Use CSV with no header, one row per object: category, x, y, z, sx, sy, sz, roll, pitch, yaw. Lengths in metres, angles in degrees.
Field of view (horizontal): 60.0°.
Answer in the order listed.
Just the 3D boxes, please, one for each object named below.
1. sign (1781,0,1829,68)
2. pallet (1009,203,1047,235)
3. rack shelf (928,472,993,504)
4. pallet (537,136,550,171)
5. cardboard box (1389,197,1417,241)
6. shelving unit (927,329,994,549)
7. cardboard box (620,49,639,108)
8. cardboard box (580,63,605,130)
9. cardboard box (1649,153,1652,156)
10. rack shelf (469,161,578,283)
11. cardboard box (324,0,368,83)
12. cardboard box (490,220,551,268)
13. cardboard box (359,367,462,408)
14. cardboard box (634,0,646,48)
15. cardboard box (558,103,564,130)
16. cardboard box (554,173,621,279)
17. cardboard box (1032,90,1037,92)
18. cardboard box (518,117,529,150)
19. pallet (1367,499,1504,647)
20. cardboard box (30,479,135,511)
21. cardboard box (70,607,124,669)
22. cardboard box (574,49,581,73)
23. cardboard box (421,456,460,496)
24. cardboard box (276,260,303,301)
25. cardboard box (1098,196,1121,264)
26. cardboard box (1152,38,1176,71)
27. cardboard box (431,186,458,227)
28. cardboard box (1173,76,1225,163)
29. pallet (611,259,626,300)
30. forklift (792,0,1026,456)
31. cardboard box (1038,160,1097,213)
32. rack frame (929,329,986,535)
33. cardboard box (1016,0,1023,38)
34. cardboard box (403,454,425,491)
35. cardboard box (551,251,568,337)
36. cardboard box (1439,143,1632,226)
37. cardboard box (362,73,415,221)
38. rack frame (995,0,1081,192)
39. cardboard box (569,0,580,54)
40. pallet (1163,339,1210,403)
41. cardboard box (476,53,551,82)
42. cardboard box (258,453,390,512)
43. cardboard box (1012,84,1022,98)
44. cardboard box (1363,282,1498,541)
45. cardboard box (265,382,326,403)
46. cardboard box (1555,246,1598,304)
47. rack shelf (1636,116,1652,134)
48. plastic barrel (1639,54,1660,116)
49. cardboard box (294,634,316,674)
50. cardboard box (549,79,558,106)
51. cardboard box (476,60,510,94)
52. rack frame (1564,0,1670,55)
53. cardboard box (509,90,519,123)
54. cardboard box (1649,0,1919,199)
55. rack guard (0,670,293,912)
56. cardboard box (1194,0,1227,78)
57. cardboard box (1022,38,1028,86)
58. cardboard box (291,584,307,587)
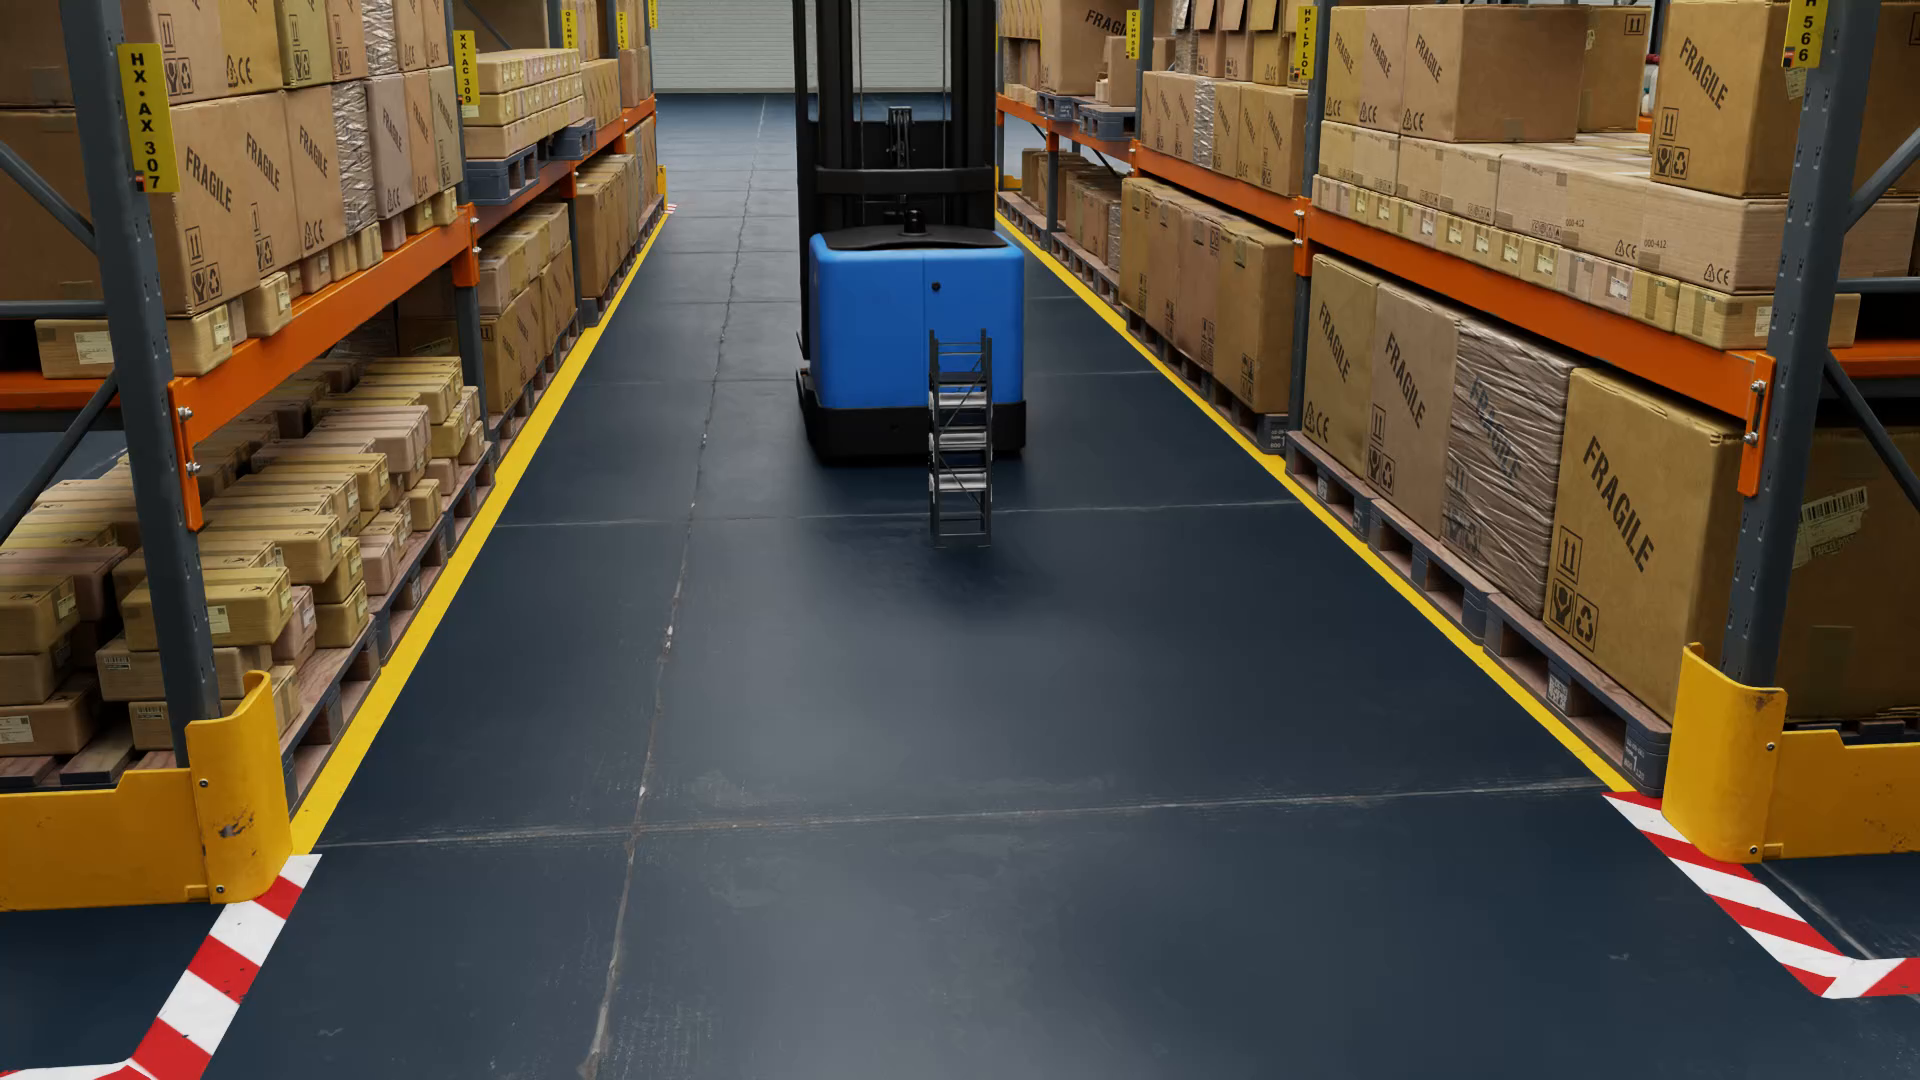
sign,2.032,-1.295,3.967,0.100,0.325,0.005,-2,18,-6
pallet,1.102,-3.451,17.816,1.003,0.211,1.213,-2,18,-6
rack shelf,0.001,-0.223,7.098,0.258,0.077,0.200,-2,18,-6
pallet,-2.951,-2.223,9.570,1.003,0.211,1.213,-2,18,-6
cardboard box,1.970,-1.305,6.744,0.380,0.149,0.250,-2,18,-6
shelving unit,0.001,-0.427,7.035,0.258,0.900,0.210,-2,18,-6
cardboard box,-3.677,-4.603,16.582,0.875,0.550,0.550,-2,18,-6
cardboard box,-3.130,-3.543,13.287,0.500,0.500,0.500,-2,18,-6
cardboard box,2.683,-1.169,5.646,0.500,0.250,0.500,-2,18,-7
rack shelf,-2.990,-1.964,9.625,1.077,0.370,4.000,-2,18,-6
cardboard box,-2.299,-1.785,5.524,0.500,0.500,0.500,-2,18,-7
cardboard box,-2.765,-1.771,10.029,0.500,0.250,0.500,-1,17,-4
cardboard box,-2.422,-0.662,7.344,0.380,0.149,0.250,-2,17,-5
cardboard box,-3.873,-5.600,17.954,0.875,0.550,0.550,-2,18,-6
cardboard box,-2.586,-2.545,9.995,0.380,0.149,0.250,-3,18,-8
cardboard box,-3.263,-2.474,13.106,1.050,0.750,0.750,-2,17,-5
cardboard box,0.941,-4.527,17.008,0.380,0.149,0.250,-2,18,-6
cardboard box,-2.423,-2.080,8.513,0.380,0.149,0.250,-2,18,-5
pallet,2.290,0.090,6.540,1.003,0.211,1.213,-2,18,-6
cardboard box,-2.847,-0.101,5.555,0.380,0.149,0.250,-1,17,-4
cardboard box,-2.683,0.271,4.869,0.380,0.149,0.250,-2,18,-7
cardboard box,-2.690,-3.135,10.881,0.380,0.149,0.250,-2,18,-8
cardboard box,-2.369,-0.288,7.146,0.380,0.149,0.250,-2,18,-7
cardboard box,-2.287,-0.817,5.191,0.380,0.149,0.250,-2,18,-6
cardboard box,1.523,-2.576,13.813,0.700,0.500,0.500,0,17,-1
cardboard box,1.652,-3.434,12.238,0.500,0.500,0.500,-4,18,-12
cardboard box,-2.387,-1.440,7.175,0.380,0.149,0.250,-2,18,-7
cardboard box,1.639,-2.614,10.330,0.500,0.500,0.500,-2,18,-7
pallet,-3.325,-2.172,13.744,1.003,0.211,1.213,-2,18,-6
forklift,-0.384,-2.213,9.333,1.130,2.935,3.031,-2,18,-8
cardboard box,1.125,-3.699,17.423,0.500,0.500,0.500,-3,18,-11
rack frame,-0.010,-0.457,7.131,0.240,0.900,0.006,-2,18,-6
cardboard box,0.863,-5.457,17.218,0.500,0.500,0.500,-2,18,-6
cardboard box,-2.376,-0.297,6.676,0.380,0.149,0.250,-1,17,-4
cardboard box,-2.819,-1.568,10.635,0.500,0.500,0.500,-1,17,-3
cardboard box,2.096,-1.307,6.086,0.500,0.250,0.500,-2,18,-6
cardboard box,-2.350,-1.462,6.164,0.500,0.500,0.500,-2,18,-6
rack frame,0.922,-5.409,19.400,1.000,3.000,0.127,-2,18,-6
cardboard box,-3.394,-4.017,13.129,0.700,0.500,0.500,-2,18,-6
pallet,1.877,-1.096,10.315,1.003,0.211,1.213,-2,18,-6
cardboard box,-2.533,-2.672,9.407,0.380,0.149,0.250,-1,17,-4
cardboard box,-2.243,-0.201,5.876,0.380,0.149,0.250,-2,17,-5
cardboard box,0.779,-4.973,18.430,0.380,0.149,0.250,-2,18,-6
cardboard box,2.241,-0.554,6.779,0.875,0.875,0.875,-2,18,-6
cardboard box,-2.910,-0.568,7.045,0.380,0.149,0.250,-2,18,-6
cardboard box,2.130,-0.845,5.282,0.380,0.149,0.250,-1,17,-5
rack shelf,6.468,-3.432,14.301,1.077,0.370,4.000,-2,18,-6
plastic barrel,6.142,-4.144,15.141,0.433,0.535,0.433,0,17,0
cardboard box,-2.248,0.325,5.192,0.380,0.149,0.250,-2,17,-5
cardboard box,-2.557,-2.608,9.698,0.380,0.149,0.250,-1,17,-4
cardboard box,-2.367,-2.207,7.924,0.380,0.149,0.250,-1,17,-3
rack frame,6.262,-4.371,16.091,1.000,3.000,0.127,-2,18,-6
cardboard box,-2.396,-2.142,8.215,0.380,0.149,0.250,-2,18,-7
cardboard box,2.261,-1.208,4.518,0.500,0.500,0.500,-2,17,-5
rack guard,-2.379,0.651,4.270,1.175,0.500,0.348,-2,18,-6
cardboard box,1.871,-3.140,10.328,0.797,0.503,0.637,-1,17,-4
cardboard box,1.131,-5.139,17.874,0.875,0.500,0.500,-2,18,-6
cardboard box,-2.255,0.181,5.155,0.380,0.149,0.250,-2,17,-5
